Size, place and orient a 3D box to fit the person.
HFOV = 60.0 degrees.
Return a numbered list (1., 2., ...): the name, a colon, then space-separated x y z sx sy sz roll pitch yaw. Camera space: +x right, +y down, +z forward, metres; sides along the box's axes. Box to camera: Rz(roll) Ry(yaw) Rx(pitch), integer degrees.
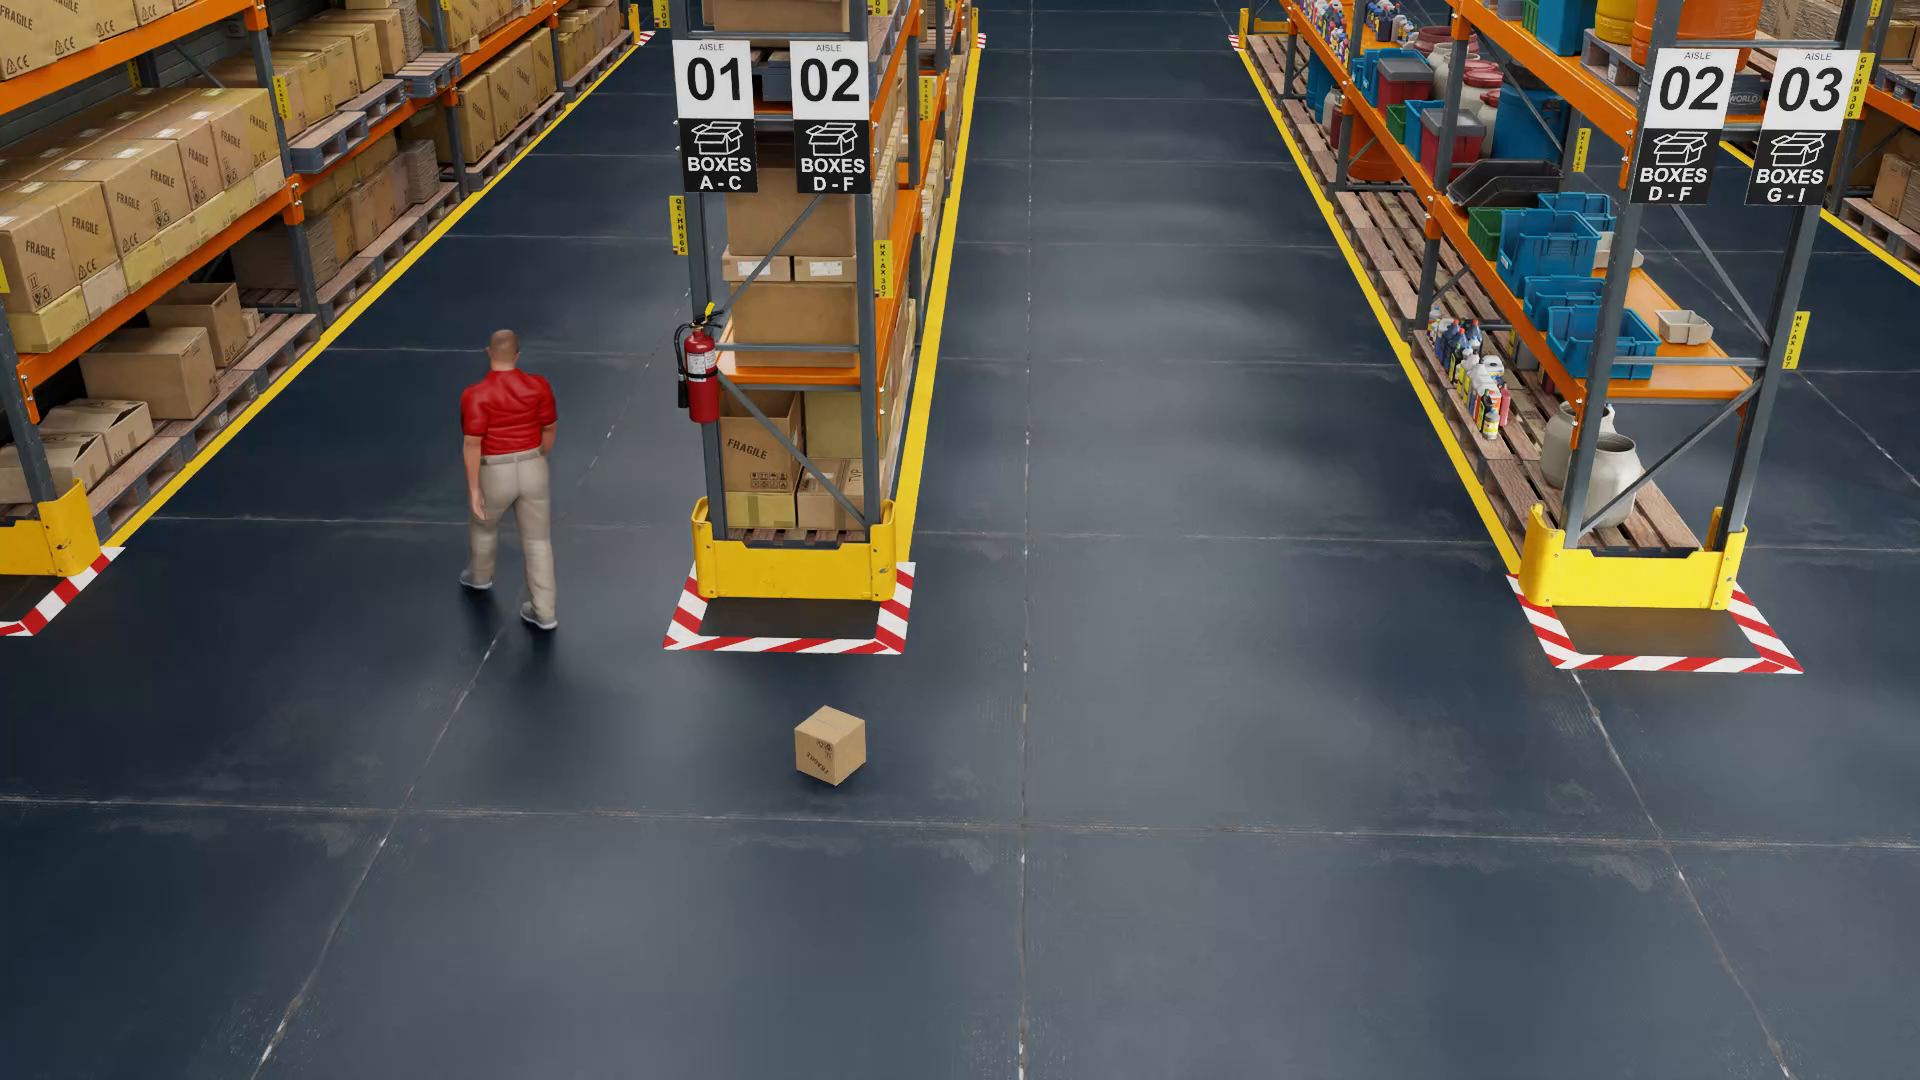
1. person: -2.555 -0.398 9.384 0.589 1.689 0.901 -14 31 -25
